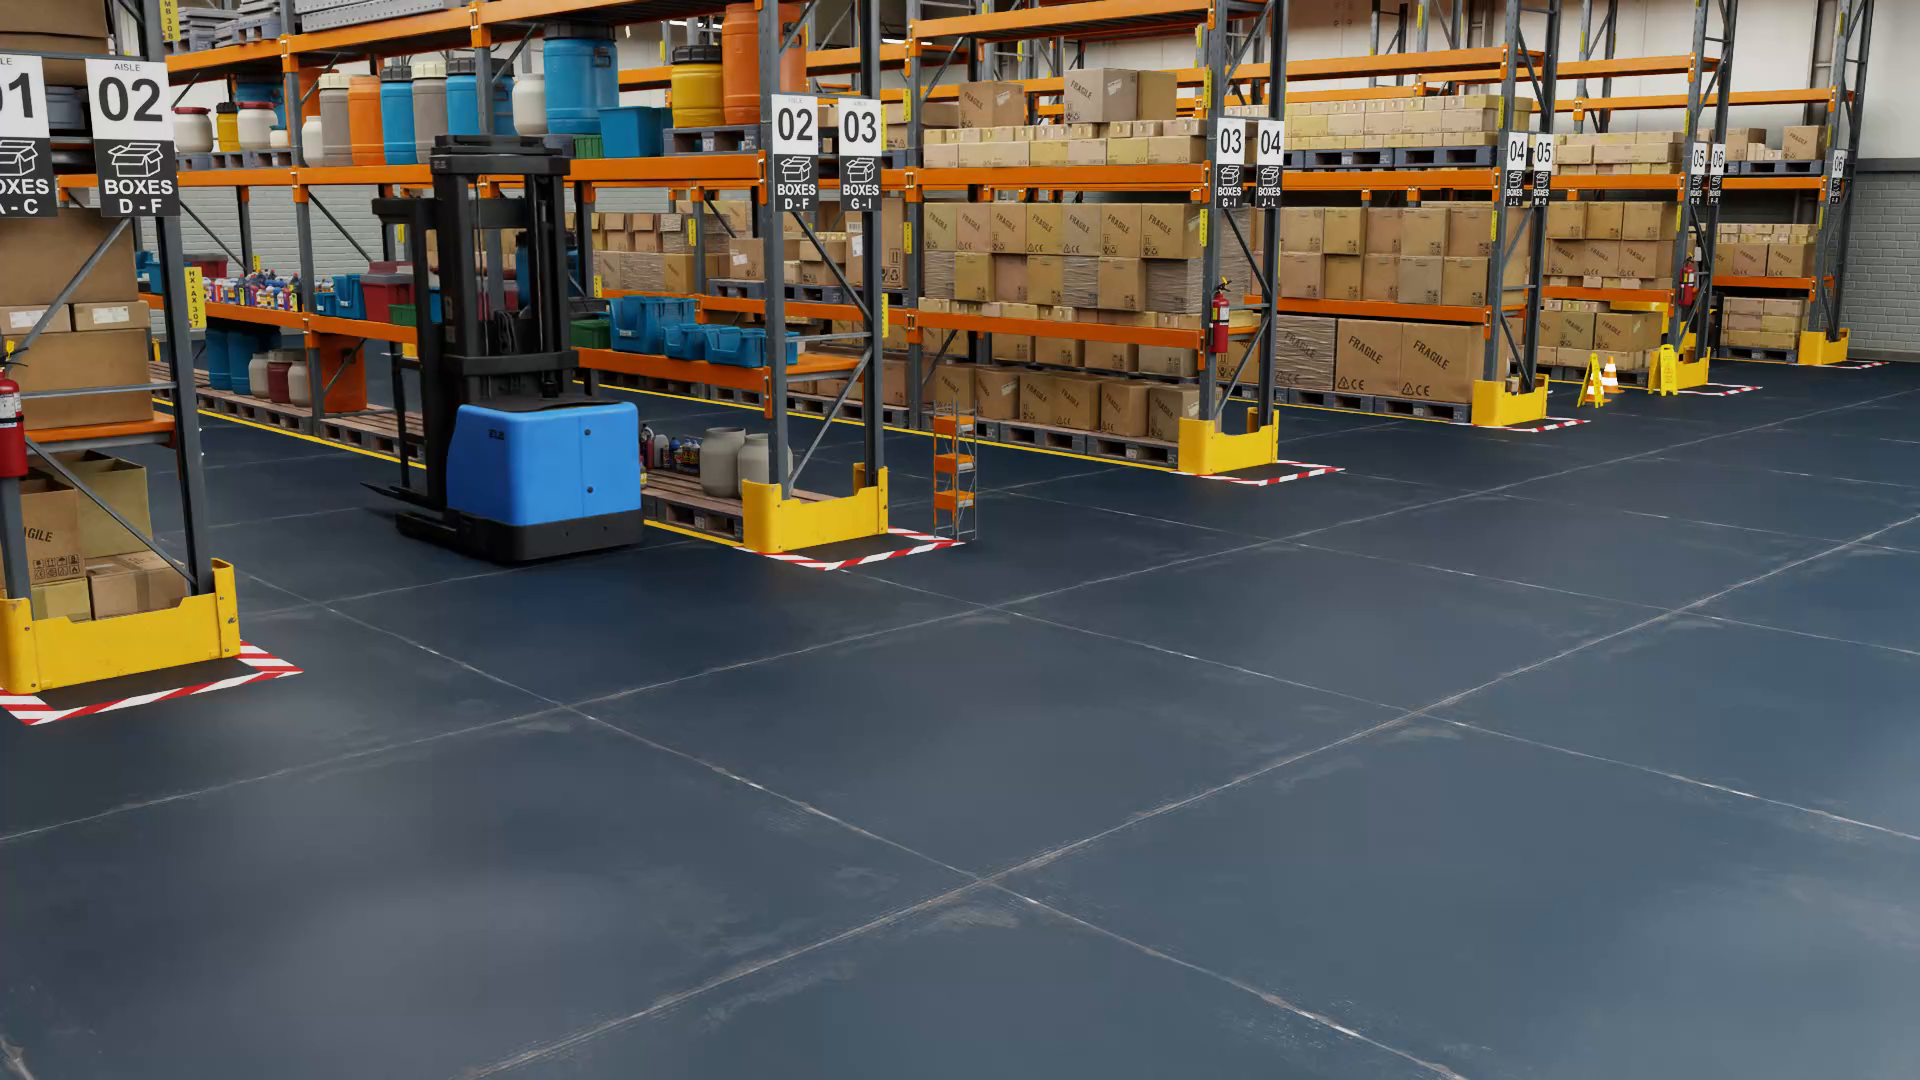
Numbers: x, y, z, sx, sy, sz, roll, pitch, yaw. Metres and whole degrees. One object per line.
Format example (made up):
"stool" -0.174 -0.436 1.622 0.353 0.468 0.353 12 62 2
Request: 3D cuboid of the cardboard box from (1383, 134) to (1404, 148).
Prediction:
"cardboard box" 5.082 -4.585 19.133 0.380 0.149 0.250 -11 16 -43

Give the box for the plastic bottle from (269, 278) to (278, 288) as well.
"plastic bottle" -8.144 -2.977 19.746 0.097 0.271 0.097 0 12 0

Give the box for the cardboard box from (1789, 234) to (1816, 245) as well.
"cardboard box" 12.916 -4.609 25.496 0.380 0.149 0.250 -11 16 -42

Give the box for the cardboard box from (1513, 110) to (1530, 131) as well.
"cardboard box" 6.113 -4.737 18.881 0.500 0.250 0.500 -11 16 -43

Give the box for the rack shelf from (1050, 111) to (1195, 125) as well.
"rack shelf" 3.690 -8.859 34.900 1.077 0.370 4.000 -11 16 -43

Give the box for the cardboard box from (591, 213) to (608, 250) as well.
"cardboard box" -4.771 -4.256 22.901 0.797 0.503 0.637 -11 16 -42

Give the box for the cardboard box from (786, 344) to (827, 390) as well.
"cardboard box" -2.052 -2.143 20.482 0.500 0.500 0.700 10 15 40

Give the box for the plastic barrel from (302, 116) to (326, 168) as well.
"plastic barrel" -6.511 -4.071 17.028 0.421 0.512 0.421 0 12 0

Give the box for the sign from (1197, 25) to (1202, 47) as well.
"sign" 3.847 -8.102 26.729 0.100 0.325 0.005 -11 16 -43

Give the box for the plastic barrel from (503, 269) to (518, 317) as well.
"plastic barrel" -4.243 -2.288 15.748 0.433 0.535 0.433 0 12 0

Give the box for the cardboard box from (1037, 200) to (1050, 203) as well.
"cardboard box" 1.453 -6.229 30.879 0.380 0.149 0.250 -11 16 -43

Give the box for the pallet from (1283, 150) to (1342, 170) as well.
"pallet" 4.055 -4.723 20.689 1.003 0.211 1.213 -11 16 -43

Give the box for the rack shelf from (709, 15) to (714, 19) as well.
"rack shelf" -3.408 -9.091 27.785 1.077 0.370 4.000 -11 16 -43

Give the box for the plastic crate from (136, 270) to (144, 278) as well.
"plastic crate" -10.979 -3.432 21.904 0.416 0.233 0.300 -11 16 -43

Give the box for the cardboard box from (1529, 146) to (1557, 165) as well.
"cardboard box" 8.164 -5.340 23.096 0.500 0.250 0.500 -11 16 -42

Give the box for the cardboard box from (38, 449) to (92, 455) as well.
"cardboard box" -5.808 -0.333 10.509 0.500 0.500 0.500 -11 16 -43

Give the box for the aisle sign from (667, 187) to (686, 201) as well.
"aisle sign" -5.056 -6.412 29.656 0.394 0.787 0.004 -11 16 -43

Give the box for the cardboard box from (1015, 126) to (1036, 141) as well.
"cardboard box" 0.770 -4.057 16.621 0.380 0.149 0.250 -11 16 -44

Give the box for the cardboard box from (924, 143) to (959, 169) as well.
"cardboard box" -0.034 -4.036 17.506 0.500 0.250 0.500 11 16 43

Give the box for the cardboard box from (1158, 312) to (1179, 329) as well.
"cardboard box" 2.085 -2.084 15.718 0.380 0.149 0.250 -11 16 -43

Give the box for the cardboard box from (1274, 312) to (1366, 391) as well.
"cardboard box" 4.507 -2.351 20.612 0.875 0.875 0.875 -11 16 -42

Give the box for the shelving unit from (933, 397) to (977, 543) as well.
"shelving unit" -0.037 -0.522 12.344 0.215 1.050 0.252 -11 16 -43

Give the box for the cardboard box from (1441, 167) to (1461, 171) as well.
"cardboard box" 7.185 -5.343 24.100 0.380 0.149 0.250 -11 16 -42

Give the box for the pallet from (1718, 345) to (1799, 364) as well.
"pallet" 12.800 -2.971 26.310 1.003 0.211 1.213 -11 16 -43

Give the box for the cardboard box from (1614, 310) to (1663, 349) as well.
"cardboard box" 9.397 -2.925 23.090 0.500 0.500 0.500 11 16 43

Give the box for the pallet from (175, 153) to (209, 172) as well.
"pallet" -8.654 -4.495 19.830 1.213 0.211 1.003 -11 16 -43

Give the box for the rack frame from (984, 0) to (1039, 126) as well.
"rack frame" 0.736 -6.940 23.797 1.000 3.000 0.127 -11 16 -43

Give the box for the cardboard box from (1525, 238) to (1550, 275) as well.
"cardboard box" 8.175 -3.998 23.400 0.500 0.500 0.500 -11 16 -42

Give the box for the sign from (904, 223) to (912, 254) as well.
"sign" -0.558 -3.231 17.791 0.100 0.325 0.005 -11 16 -43

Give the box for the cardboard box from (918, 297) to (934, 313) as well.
"cardboard box" -0.228 -2.545 17.956 0.380 0.149 0.250 -11 16 -43

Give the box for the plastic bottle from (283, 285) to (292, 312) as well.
"plastic bottle" -7.251 -2.611 17.943 0.061 0.283 0.133 -11 16 -43

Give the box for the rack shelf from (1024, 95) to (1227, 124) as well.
"rack shelf" 2.865 -7.388 28.747 1.077 0.370 4.000 -11 16 -43

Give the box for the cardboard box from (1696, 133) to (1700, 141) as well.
"cardboard box" 9.673 -5.356 22.187 0.380 0.149 0.250 -11 16 -43

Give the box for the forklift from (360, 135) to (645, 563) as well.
"forklift" -3.646 -1.513 12.491 1.130 2.935 3.031 -10 16 -41

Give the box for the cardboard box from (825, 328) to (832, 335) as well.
"cardboard box" -2.046 -3.493 27.957 0.250 0.149 0.380 11 16 43

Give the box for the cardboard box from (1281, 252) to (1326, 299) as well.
"cardboard box" 4.445 -3.267 20.464 0.875 0.550 0.550 -11 16 -43

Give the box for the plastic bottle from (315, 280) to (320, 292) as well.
"plastic bottle" -7.427 -2.870 19.226 0.097 0.271 0.097 0 12 0

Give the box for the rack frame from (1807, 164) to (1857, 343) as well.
"rack frame" 13.358 -4.231 25.515 1.000 3.000 0.127 -11 16 -43

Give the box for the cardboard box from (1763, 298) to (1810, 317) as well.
"cardboard box" 12.815 -3.604 25.765 0.500 0.250 0.500 -10 15 -41

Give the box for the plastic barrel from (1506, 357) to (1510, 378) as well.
"plastic barrel" 7.249 -2.368 22.854 0.512 0.421 0.421 -1 12 -4

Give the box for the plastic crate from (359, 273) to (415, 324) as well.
"plastic crate" -5.609 -2.388 16.411 0.402 0.464 0.583 -11 16 -43

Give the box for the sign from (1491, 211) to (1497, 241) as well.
"sign" 5.858 -3.444 18.238 0.100 0.325 0.005 -11 16 -43

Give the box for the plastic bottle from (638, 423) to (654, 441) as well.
"plastic bottle" -2.733 -0.841 14.533 0.144 0.351 0.185 -11 16 -43

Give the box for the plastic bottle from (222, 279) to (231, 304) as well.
"plastic bottle" -8.422 -2.869 19.210 0.152 0.276 0.135 -11 16 -43

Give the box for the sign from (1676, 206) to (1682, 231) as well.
"sign" 9.355 -4.186 21.645 0.100 0.325 0.005 -11 16 -43

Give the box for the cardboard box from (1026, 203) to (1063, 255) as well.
"cardboard box" 1.012 -3.108 16.600 0.500 0.500 0.500 -11 16 -43

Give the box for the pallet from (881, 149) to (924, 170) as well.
"pallet" -0.508 -4.224 18.512 1.213 0.211 1.003 -11 16 -43

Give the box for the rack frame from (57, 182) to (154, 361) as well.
"rack frame" -12.028 -3.803 23.436 1.000 3.000 0.127 -11 16 -43

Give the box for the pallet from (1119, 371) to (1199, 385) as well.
"pallet" 2.911 -2.155 22.346 1.003 0.211 1.213 -11 16 -43

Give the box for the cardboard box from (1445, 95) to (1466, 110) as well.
"cardboard box" 5.611 -4.864 18.512 0.380 0.149 0.250 -11 16 -42

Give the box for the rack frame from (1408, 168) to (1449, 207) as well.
"rack frame" 7.008 -4.123 24.989 1.000 3.000 0.127 -11 16 -43

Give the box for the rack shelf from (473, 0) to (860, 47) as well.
"rack shelf" -2.360 -4.150 13.027 1.077 0.370 4.000 -11 16 -43

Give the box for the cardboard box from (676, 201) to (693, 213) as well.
"cardboard box" -4.671 -5.751 29.431 0.500 0.500 0.500 -11 16 -43

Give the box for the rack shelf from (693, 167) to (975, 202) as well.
"rack shelf" -1.540 -4.150 19.473 1.077 0.370 4.000 -11 16 -43

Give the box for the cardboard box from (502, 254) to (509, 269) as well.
"cardboard box" -6.538 -4.085 24.438 0.500 0.250 0.500 -10 15 -41
